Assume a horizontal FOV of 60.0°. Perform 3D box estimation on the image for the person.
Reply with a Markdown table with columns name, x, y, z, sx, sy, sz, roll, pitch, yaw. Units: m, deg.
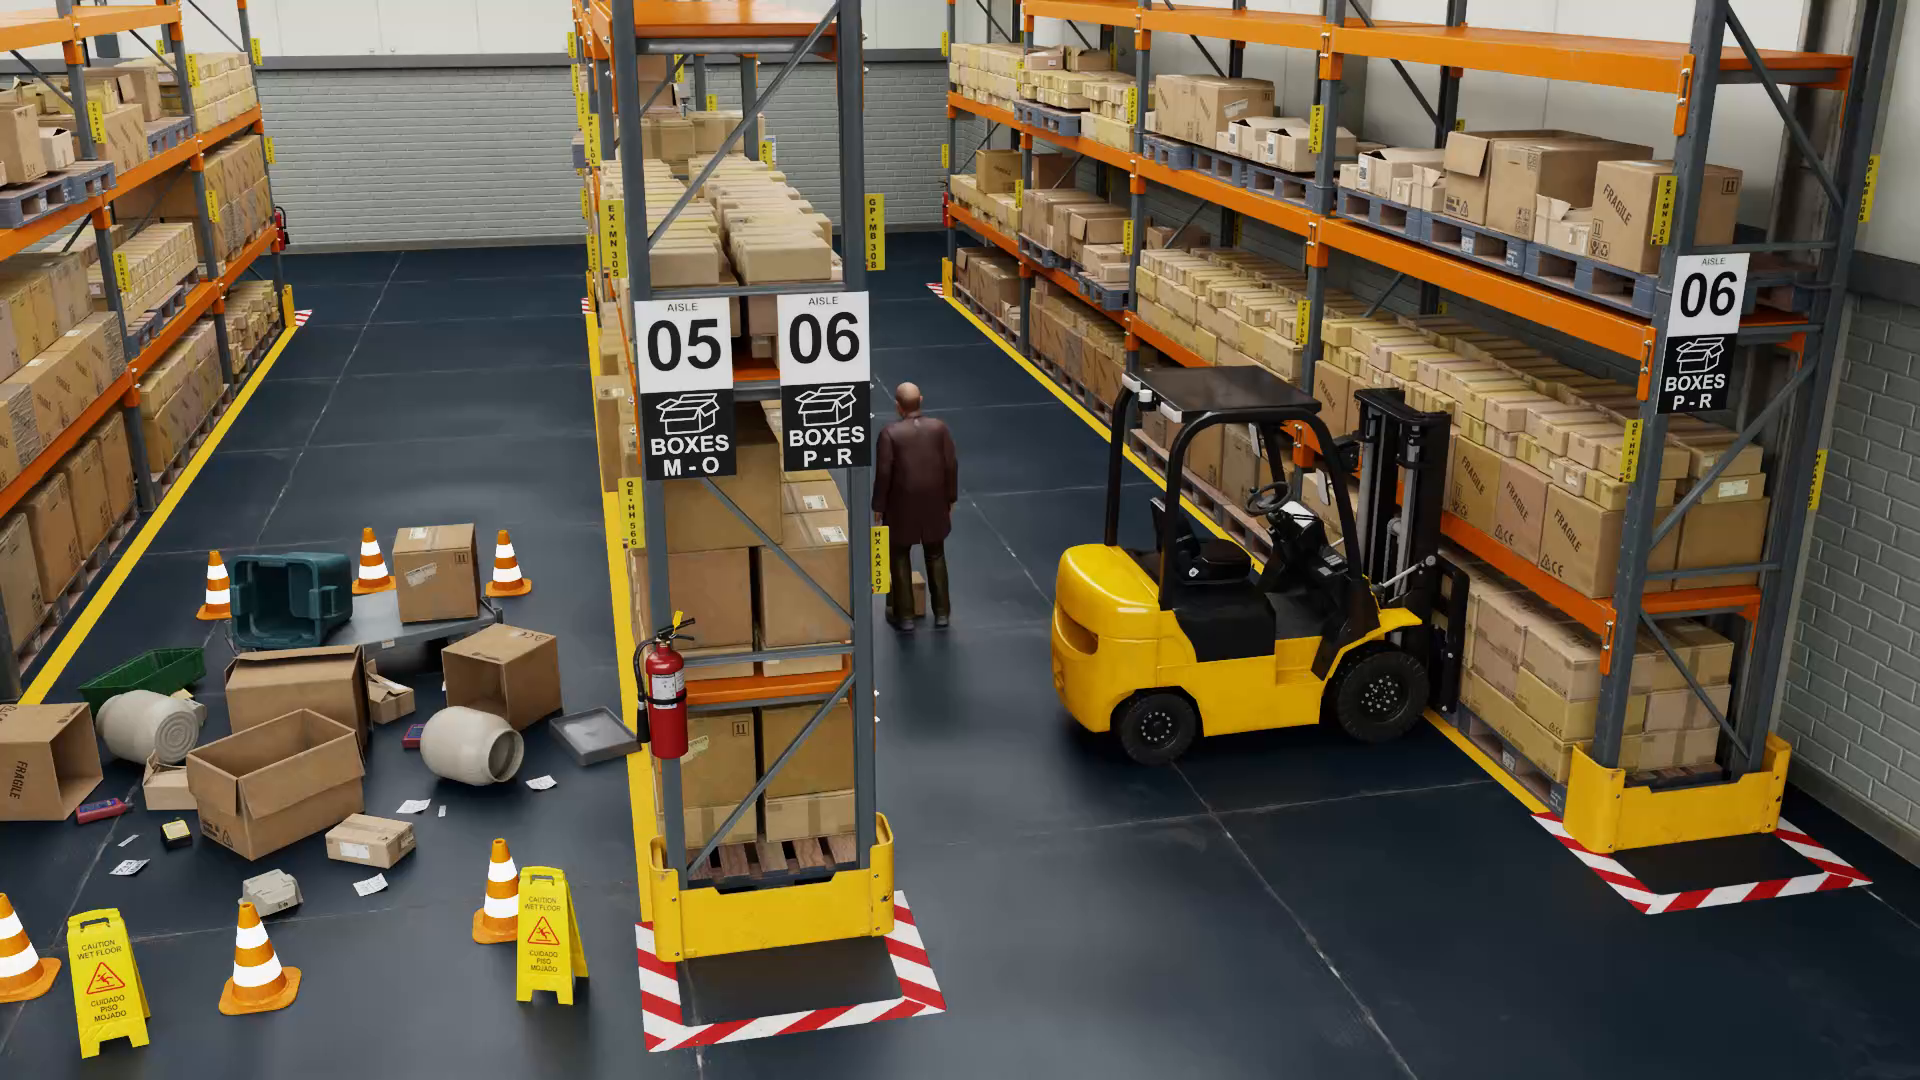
| name | x | y | z | sx | sy | sz | roll | pitch | yaw |
| --- | --- | --- | --- | --- | --- | --- | --- | --- | --- |
| person | -0.325 | -0.242 | 11.783 | 0.647 | 1.772 | 0.433 | -7 | 20 | -19 |
